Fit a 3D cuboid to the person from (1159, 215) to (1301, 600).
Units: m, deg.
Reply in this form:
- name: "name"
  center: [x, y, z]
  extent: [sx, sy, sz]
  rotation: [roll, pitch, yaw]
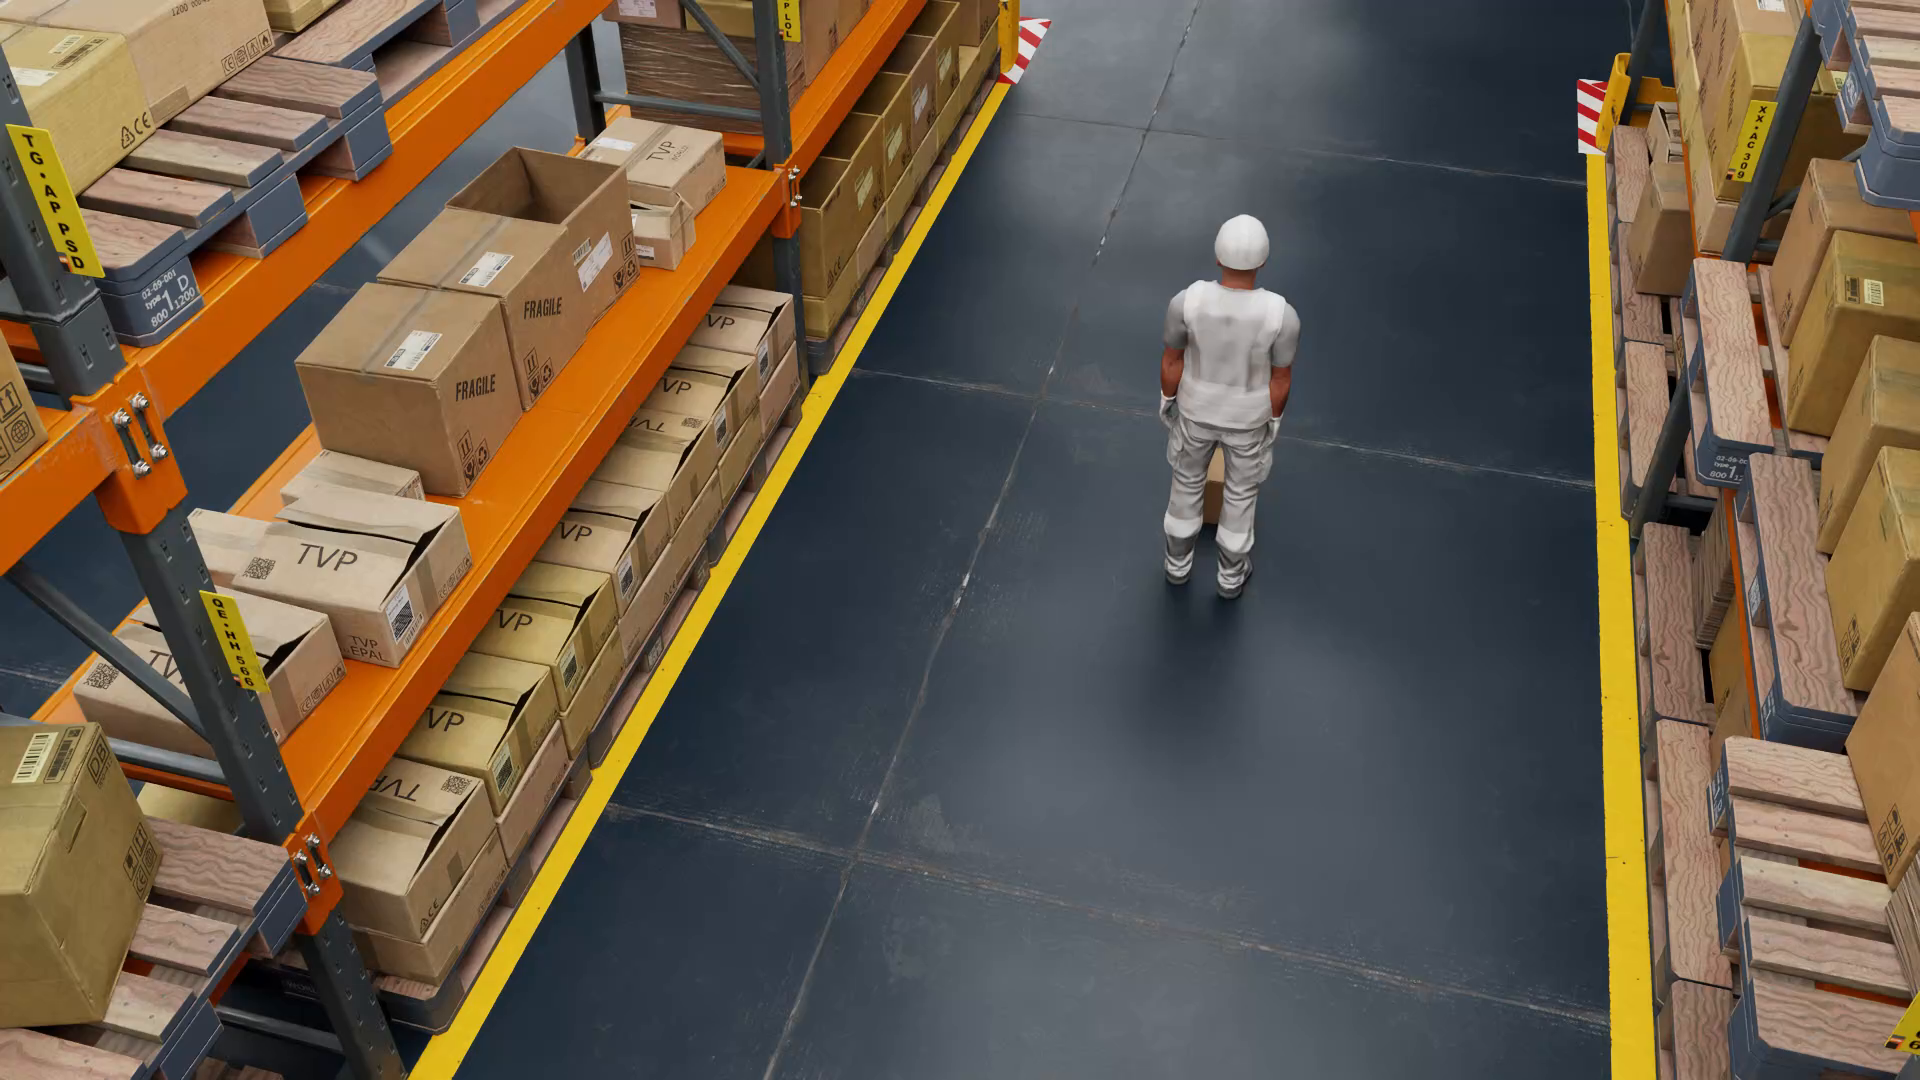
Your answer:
- name: "person"
  center: [1.069, -0.531, 6.761]
  extent: [0.524, 1.788, 0.358]
  rotation: [11, 42, 12]
